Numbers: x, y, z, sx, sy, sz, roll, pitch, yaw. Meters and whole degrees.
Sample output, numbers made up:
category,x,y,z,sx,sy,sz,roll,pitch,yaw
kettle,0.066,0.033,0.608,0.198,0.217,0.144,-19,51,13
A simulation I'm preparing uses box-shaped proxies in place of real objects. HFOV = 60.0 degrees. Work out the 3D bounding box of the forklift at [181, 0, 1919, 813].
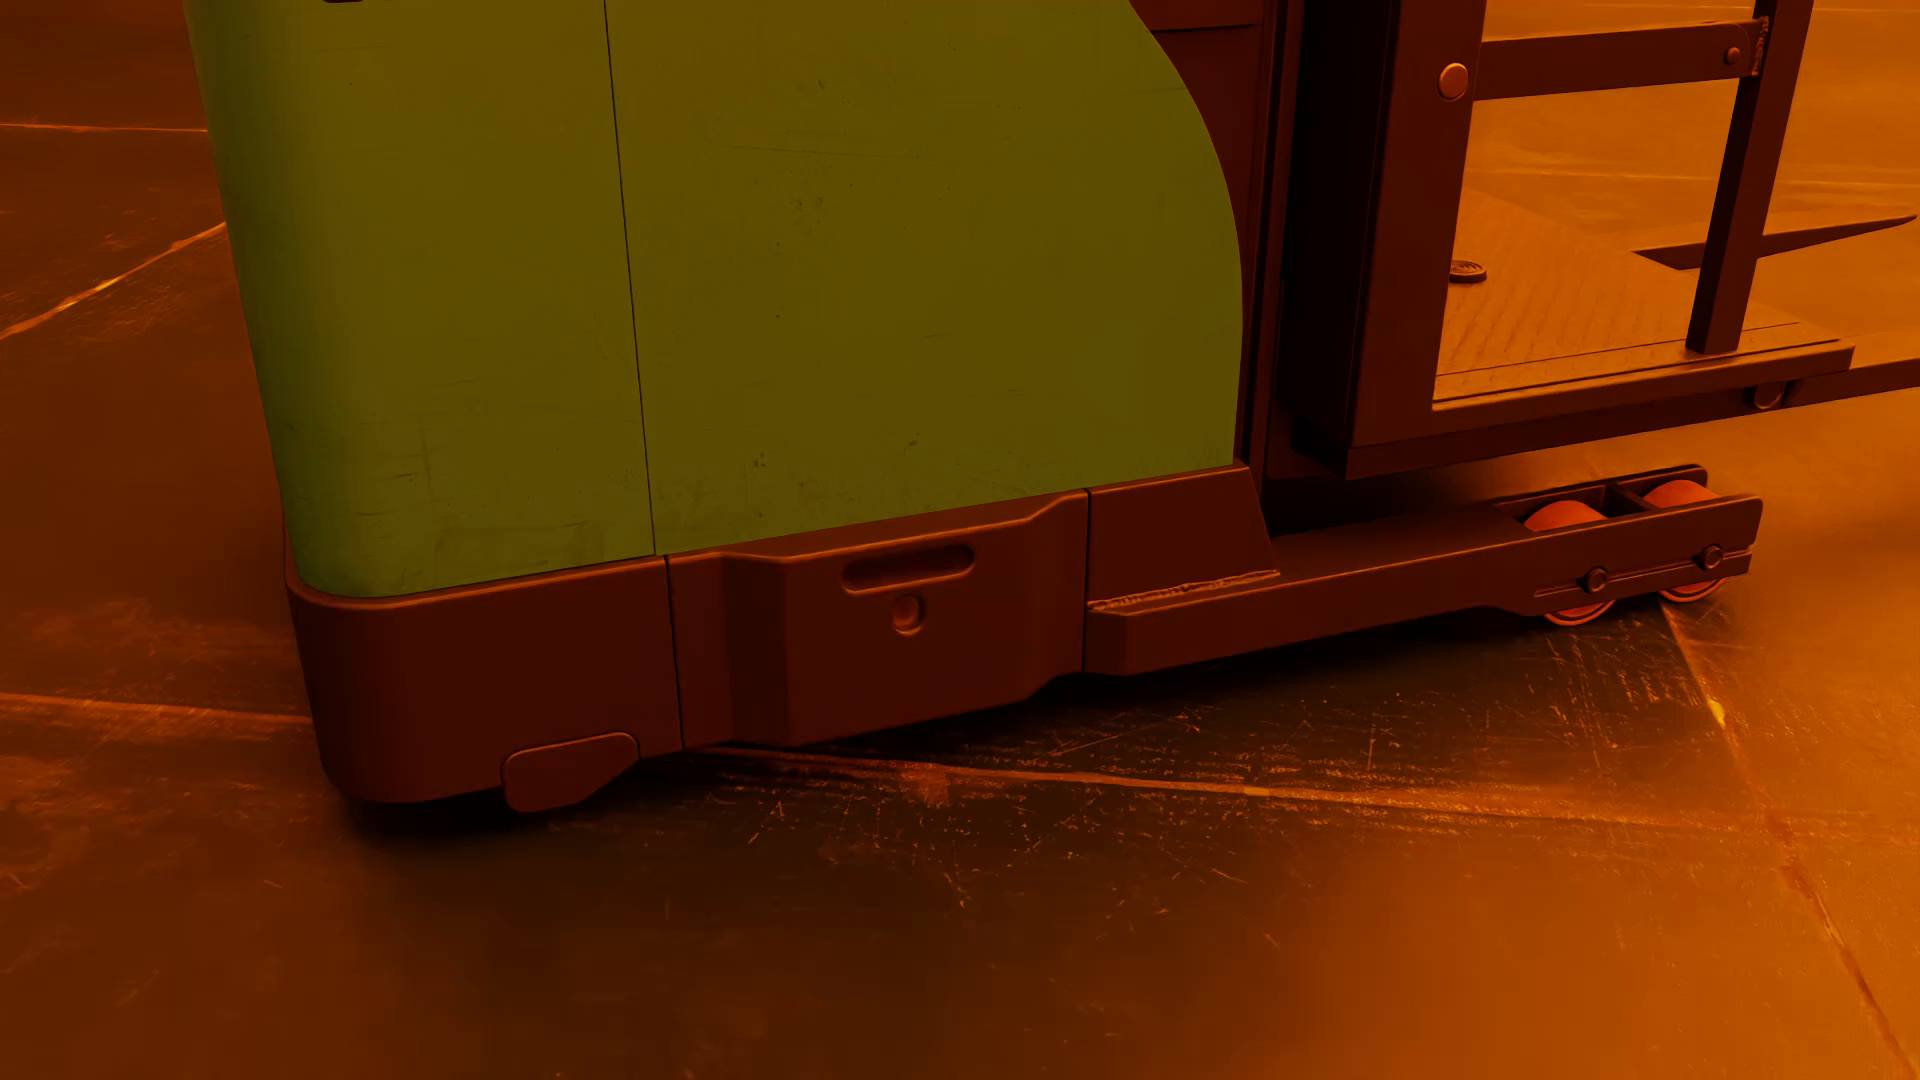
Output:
category,x,y,z,sx,sy,sz,roll,pitch,yaw
forklift,0.572,-1.406,2.035,3.031,2.935,1.130,-9,28,-18
